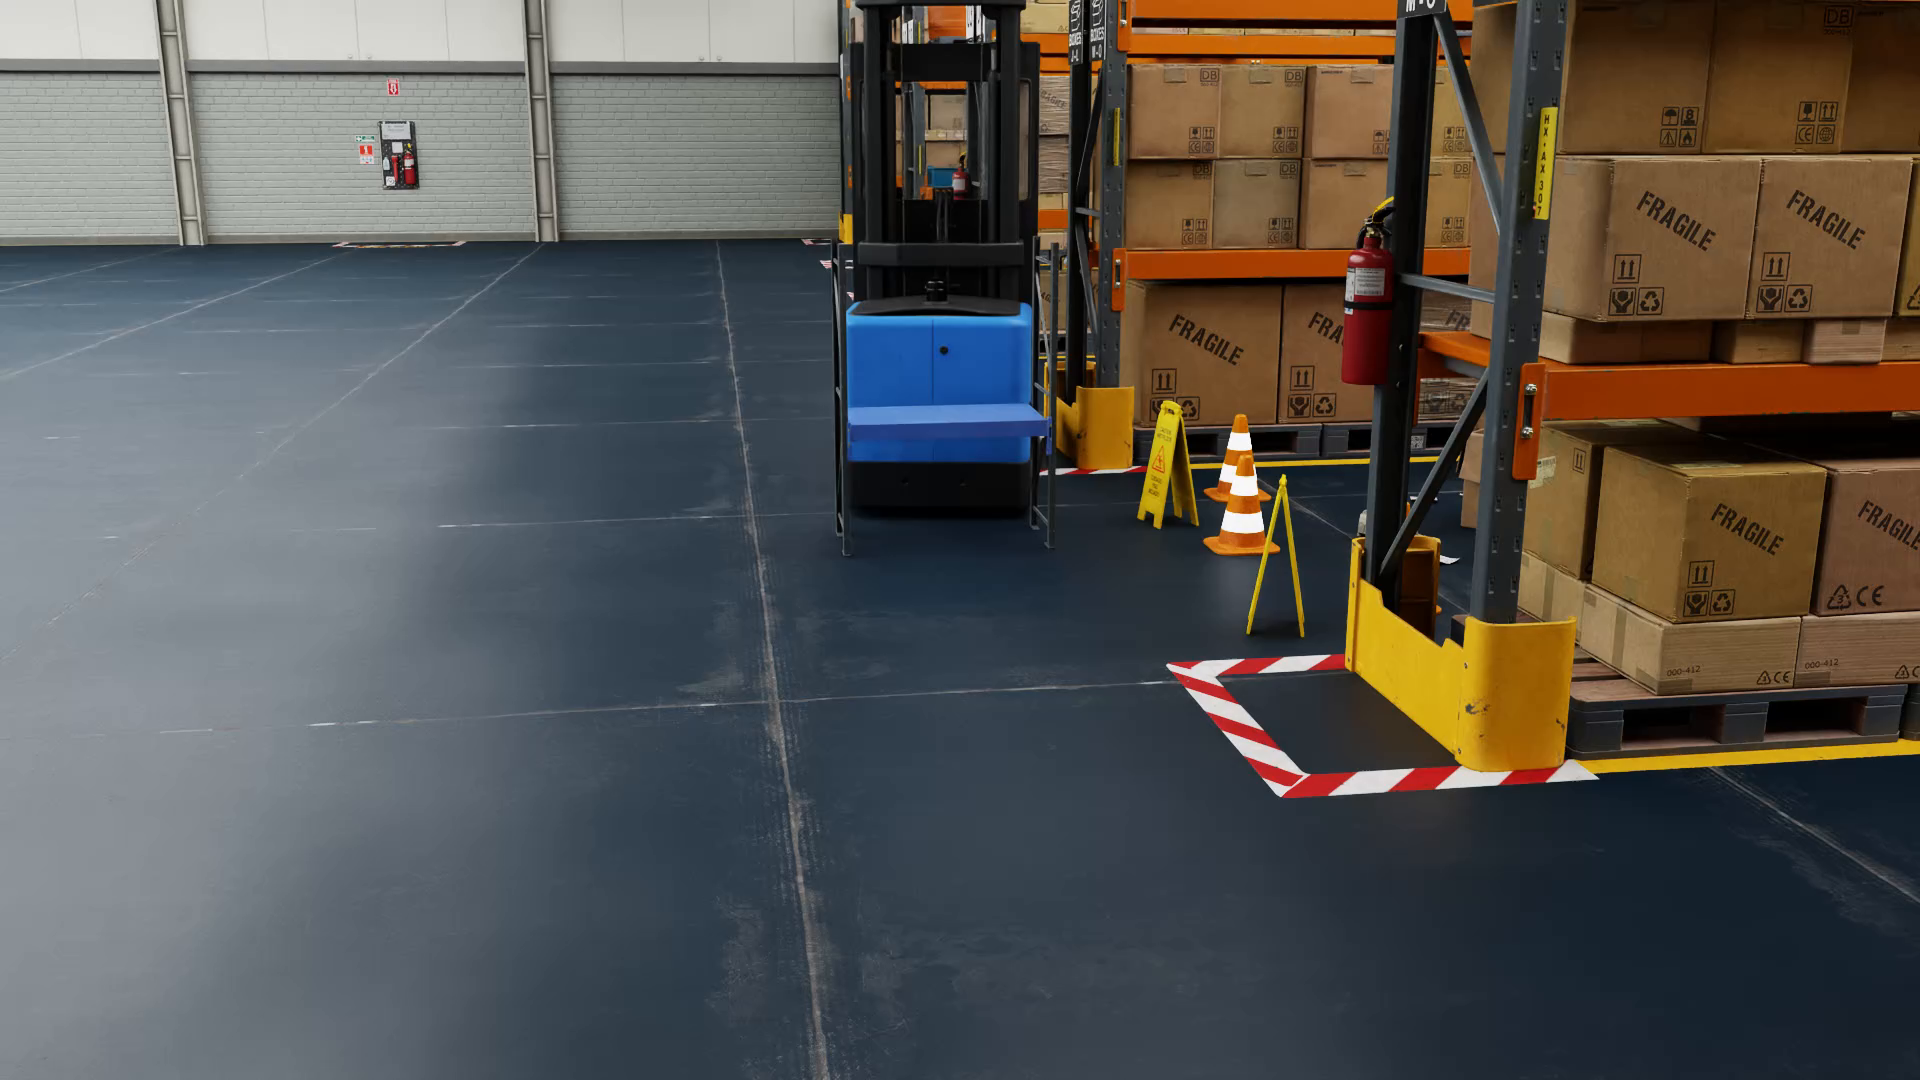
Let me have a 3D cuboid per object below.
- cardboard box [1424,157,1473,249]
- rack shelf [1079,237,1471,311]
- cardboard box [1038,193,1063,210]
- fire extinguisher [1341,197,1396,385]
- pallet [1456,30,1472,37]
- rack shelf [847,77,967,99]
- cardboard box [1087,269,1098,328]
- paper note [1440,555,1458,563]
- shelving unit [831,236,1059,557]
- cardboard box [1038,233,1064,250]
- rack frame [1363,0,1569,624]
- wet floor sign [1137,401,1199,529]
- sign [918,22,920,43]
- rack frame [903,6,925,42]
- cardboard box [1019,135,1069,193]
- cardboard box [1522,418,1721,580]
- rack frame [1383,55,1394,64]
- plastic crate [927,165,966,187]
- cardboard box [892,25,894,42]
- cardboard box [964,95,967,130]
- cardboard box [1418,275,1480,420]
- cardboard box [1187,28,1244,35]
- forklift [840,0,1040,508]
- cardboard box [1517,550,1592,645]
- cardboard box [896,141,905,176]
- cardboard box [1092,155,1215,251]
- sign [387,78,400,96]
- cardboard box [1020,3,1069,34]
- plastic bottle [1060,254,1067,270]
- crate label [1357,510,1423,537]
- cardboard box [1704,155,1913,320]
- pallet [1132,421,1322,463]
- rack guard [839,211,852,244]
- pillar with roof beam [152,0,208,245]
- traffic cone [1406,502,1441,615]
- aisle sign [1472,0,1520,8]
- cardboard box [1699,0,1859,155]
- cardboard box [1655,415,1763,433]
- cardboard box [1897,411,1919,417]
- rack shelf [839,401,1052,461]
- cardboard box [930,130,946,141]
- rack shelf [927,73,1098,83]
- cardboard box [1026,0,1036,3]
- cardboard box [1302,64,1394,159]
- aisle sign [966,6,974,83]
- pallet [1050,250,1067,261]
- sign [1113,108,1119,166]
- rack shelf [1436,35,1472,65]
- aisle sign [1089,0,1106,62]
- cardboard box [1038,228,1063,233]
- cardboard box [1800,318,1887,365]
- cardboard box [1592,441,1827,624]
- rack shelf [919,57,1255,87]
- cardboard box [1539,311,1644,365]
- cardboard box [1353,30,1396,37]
[{"bbox_3d":[2.826,-2.169,10.604,0.500,0.550,0.875,-2,14,-8],"label":"cardboard box"},{"bbox_3d":[2.813,-1.751,10.725,4.000,0.370,1.077,-2,14,-8],"label":"rack shelf"},{"bbox_3d":[0.763,-3.059,14.981,0.250,0.149,0.380,-2,14,-8],"label":"cardboard box"},{"bbox_3d":[1.491,-0.909,6.050,0.183,0.674,0.296,-2,14,-8],"label":"fire extinguisher"},{"bbox_3d":[4.778,-4.729,15.343,1.003,0.211,1.213,-2,14,-8],"label":"pallet"},{"bbox_3d":[-0.040,-7.977,29.385,4.000,0.370,1.077,-2,14,-8],"label":"rack shelf"},{"bbox_3d":[1.402,-2.264,15.567,0.500,0.500,0.500,2,14,6],"label":"cardboard box"},{"bbox_3d":[2.311,0.087,8.022,0.142,0.019,0.148,-8,16,-28],"label":"paper note"},{"bbox_3d":[-0.084,-0.724,8.237,1.048,1.500,0.538,-2,14,-8],"label":"shelving unit"},{"bbox_3d":[1.265,-4.515,25.058,0.500,0.250,0.500,-2,14,-8],"label":"cardboard box"},{"bbox_3d":[1.672,-0.840,5.615,0.127,3.000,1.000,-2,14,-8],"label":"rack frame"},{"bbox_3d":[1.101,-0.408,8.731,0.232,0.644,0.267,-5,15,-18],"label":"wet floor sign"},{"bbox_3d":[-0.464,-5.742,18.977,0.005,0.325,0.100,-2,14,-8],"label":"sign"},{"bbox_3d":[-0.542,-7.325,19.141,0.127,3.000,1.000,-2,14,-8],"label":"rack frame"},{"bbox_3d":[0.744,-3.430,15.125,0.500,0.500,0.875,-2,14,-8],"label":"cardboard box"},{"bbox_3d":[2.426,-0.166,6.173,0.500,0.500,0.500,-2,14,-8],"label":"cardboard box"},{"bbox_3d":[4.151,-3.369,15.698,0.127,3.000,1.000,-2,14,-8],"label":"rack frame"},{"bbox_3d":[-0.092,-4.433,20.248,0.616,0.251,0.499,-2,14,-8],"label":"plastic crate"},{"bbox_3d":[-1.097,-8.758,28.719,0.500,0.500,0.500,-2,14,-9],"label":"cardboard box"},{"bbox_3d":[0.257,-6.339,24.670,0.500,0.500,0.700,-2,14,-8],"label":"cardboard box"},{"bbox_3d":[3.267,-1.306,10.976,0.875,0.875,0.875,-2,14,-8],"label":"cardboard box"},{"bbox_3d":[2.224,-4.619,14.824,0.500,0.250,0.500,-2,14,-7],"label":"cardboard box"},{"bbox_3d":[-0.074,-1.896,9.965,1.130,2.935,3.031,1,14,3],"label":"forklift"},{"bbox_3d":[2.455,0.195,6.277,0.500,0.250,0.500,-2,14,-9],"label":"cardboard box"},{"bbox_3d":[-0.813,-5.669,24.665,0.500,0.500,0.700,-2,14,-8],"label":"cardboard box"},{"bbox_3d":[1.195,-2.124,10.427,0.550,0.550,0.875,-2,14,-8],"label":"cardboard box"},{"bbox_3d":[-9.860,-7.882,28.929,0.199,0.298,0.001,-2,14,-8],"label":"sign"},{"bbox_3d":[0.711,-4.561,14.595,0.500,0.250,0.500,-2,14,-7],"label":"cardboard box"},{"bbox_3d":[1.322,-3.492,20.868,0.133,0.283,0.061,-2,14,-7],"label":"plastic bottle"},{"bbox_3d":[2.172,-0.076,8.451,0.298,0.136,0.250,-11,18,-37],"label":"crate label"},{"bbox_3d":[2.694,-1.003,5.447,0.500,0.500,0.500,-2,14,-7],"label":"cardboard box"},{"bbox_3d":[1.614,-0.722,10.878,1.213,0.211,1.003,-2,14,-8],"label":"pallet"},{"bbox_3d":[-1.943,-5.589,29.688,0.348,0.500,1.175,-2,14,-8],"label":"rack guard"},{"bbox_3d":[-12.679,-8.471,23.711,0.400,9.000,9.100,-2,14,-8],"label":"pillar with roof beam"},{"bbox_3d":[1.905,0.065,7.223,0.334,0.463,0.336,-2,14,-8],"label":"traffic cone"},{"bbox_3d":[1.657,-2.024,4.993,0.004,0.787,0.394,-2,14,-8],"label":"aisle sign"},{"bbox_3d":[2.647,-1.605,5.794,0.500,0.500,0.700,-2,14,-8],"label":"cardboard box"},{"bbox_3d":[2.779,-0.510,6.212,0.250,0.149,0.380,-2,14,-7],"label":"cardboard box"},{"bbox_3d":[3.964,-0.222,6.397,0.500,0.500,0.500,-1,14,-5],"label":"cardboard box"},{"bbox_3d":[-0.084,-0.550,8.281,1.000,0.185,0.538,-2,14,-8],"label":"rack shelf"},{"bbox_3d":[-0.348,-5.951,24.457,0.250,0.149,0.380,-2,14,-8],"label":"cardboard box"},{"bbox_3d":[0.702,-6.785,24.634,4.000,0.370,1.077,-2,14,-8],"label":"rack shelf"},{"bbox_3d":[0.503,-4.754,14.543,0.250,0.149,0.380,-2,14,-9],"label":"cardboard box"},{"bbox_3d":[2.312,-2.657,10.334,0.550,0.550,0.875,-2,14,-8],"label":"cardboard box"},{"bbox_3d":[0.090,-4.555,15.083,0.004,0.787,0.394,-2,14,-8],"label":"aisle sign"},{"bbox_3d":[1.887,-4.381,25.465,1.213,0.211,1.003,-2,14,-8],"label":"pallet"},{"bbox_3d":[0.912,-2.352,9.700,0.005,0.325,0.100,-2,14,-8],"label":"sign"},{"bbox_3d":[6.129,-4.547,15.710,4.000,0.370,1.077,-2,14,-8],"label":"rack shelf"},{"bbox_3d":[0.810,-3.213,9.734,0.004,0.787,0.394,-2,14,-8],"label":"aisle sign"},{"bbox_3d":[1.263,-4.882,24.979,0.500,0.500,0.500,-2,14,-8],"label":"cardboard box"},{"bbox_3d":[2.819,-0.682,5.499,0.250,0.149,0.380,-2,14,-7],"label":"cardboard box"},{"bbox_3d":[2.535,-0.038,5.663,0.500,0.500,0.500,-3,14,-10],"label":"cardboard box"},{"bbox_3d":[1.436,-5.594,19.882,4.000,0.370,1.077,-2,14,-8],"label":"rack shelf"},{"bbox_3d":[2.039,-0.681,5.496,0.250,0.149,0.380,-2,14,-8],"label":"cardboard box"},{"bbox_3d":[3.740,-4.672,15.035,0.500,0.250,0.500,-2,14,-6],"label":"cardboard box"}]
